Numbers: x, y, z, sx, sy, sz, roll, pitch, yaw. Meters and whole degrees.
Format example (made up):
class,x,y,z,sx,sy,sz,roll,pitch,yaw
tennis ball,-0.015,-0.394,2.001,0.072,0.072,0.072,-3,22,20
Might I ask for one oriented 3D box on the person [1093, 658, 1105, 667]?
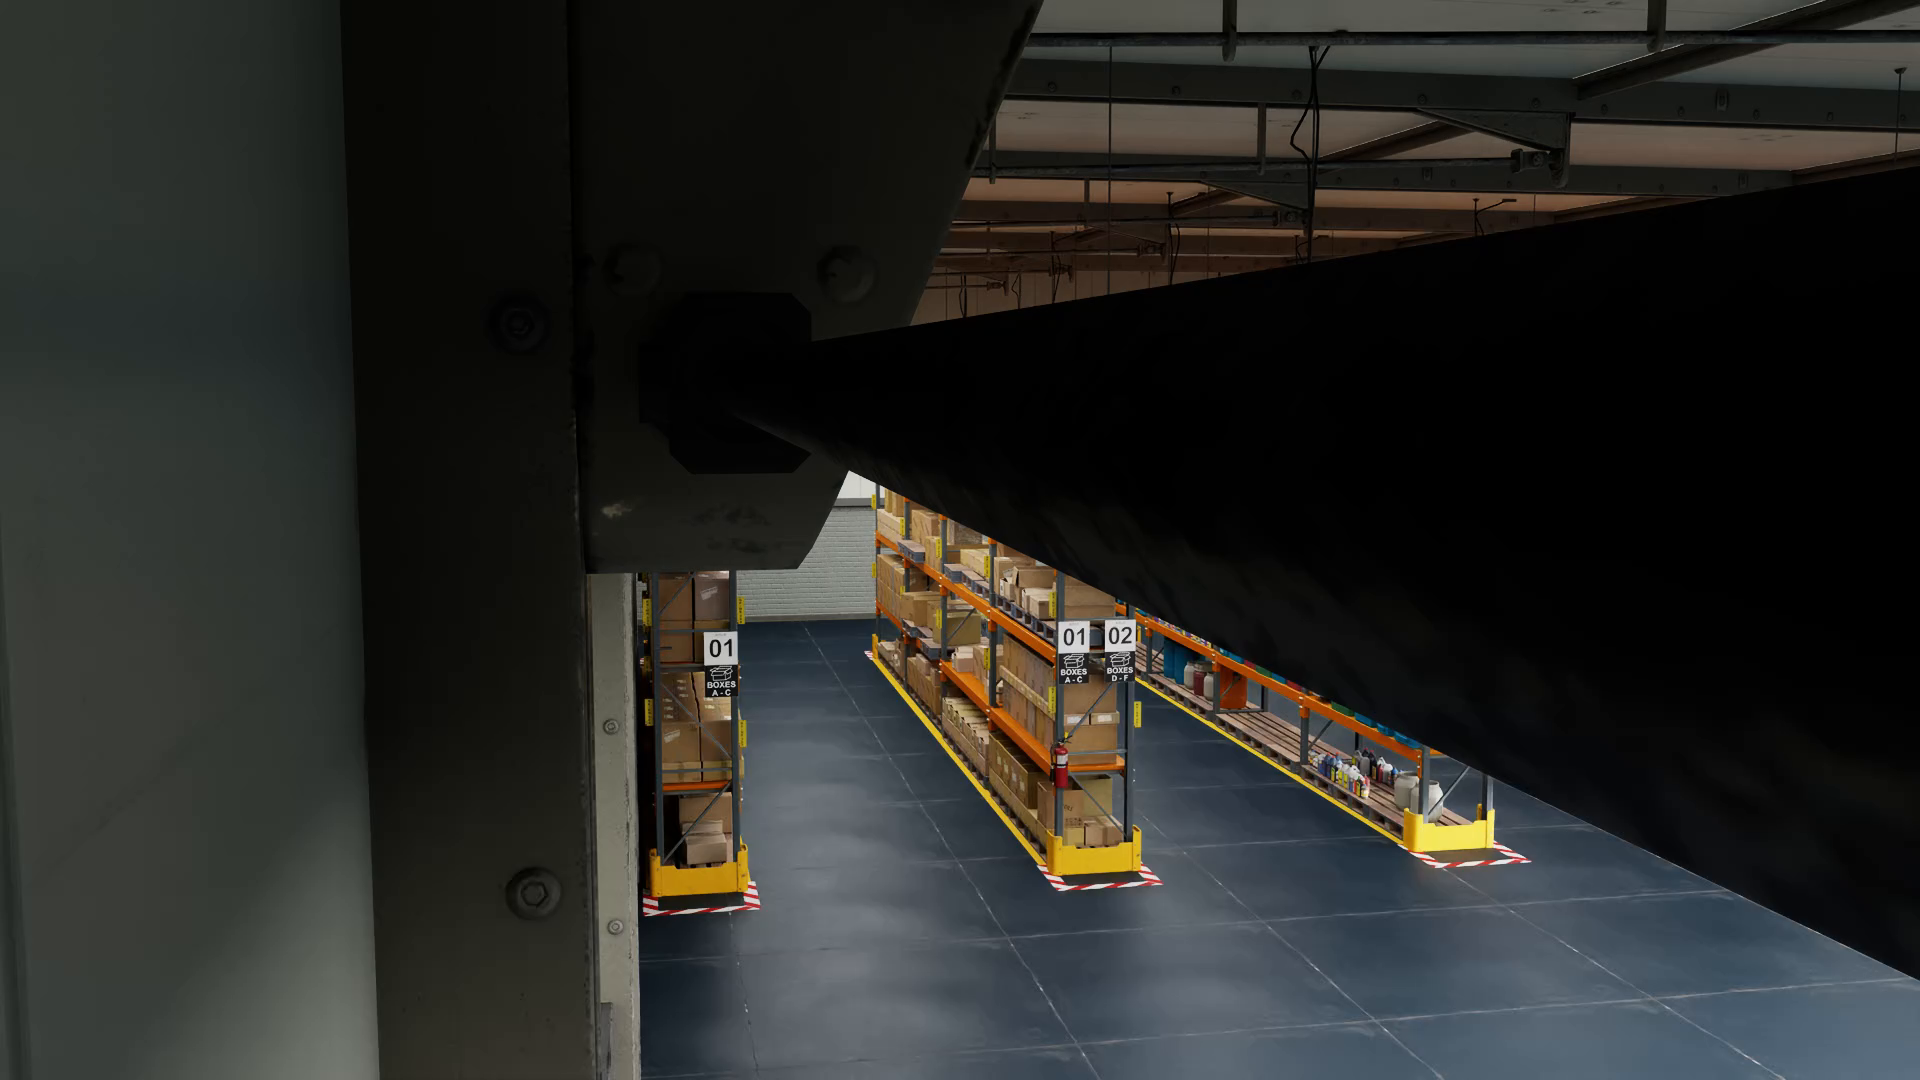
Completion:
class,x,y,z,sx,sy,sz,roll,pitch,yaw
person,2.711,2.187,32.512,0.609,1.655,0.563,0,6,1

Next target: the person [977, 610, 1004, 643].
class,x,y,z,sx,sy,sz,roll,pitch,yaw
person,0.682,1.763,36.162,0.704,1.727,0.538,-4,7,-32
